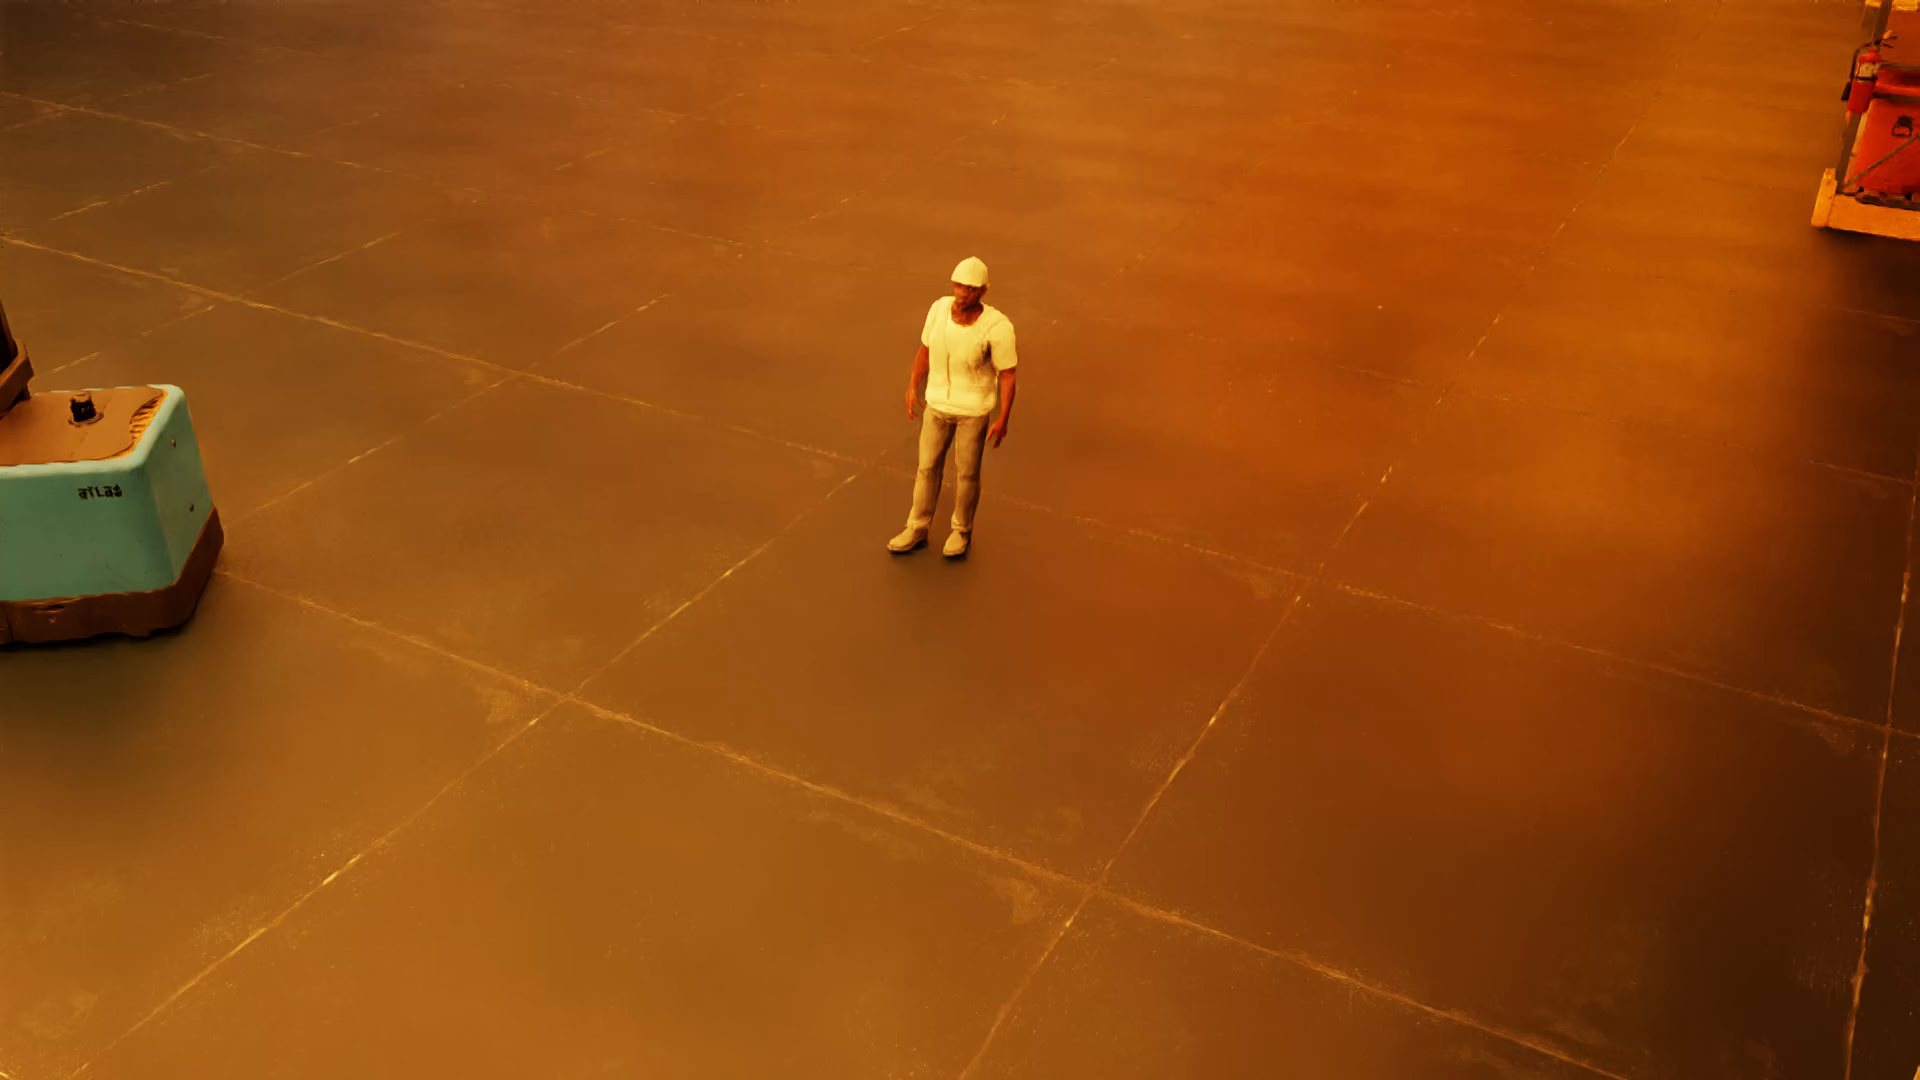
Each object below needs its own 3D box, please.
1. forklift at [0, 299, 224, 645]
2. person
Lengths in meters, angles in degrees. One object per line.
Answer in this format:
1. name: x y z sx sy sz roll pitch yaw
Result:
1. forklift: -5.792 -0.879 8.593 3.031 2.935 1.130 -4 30 -8
2. person: -0.039 -0.742 9.507 0.665 1.766 0.576 15 33 25
